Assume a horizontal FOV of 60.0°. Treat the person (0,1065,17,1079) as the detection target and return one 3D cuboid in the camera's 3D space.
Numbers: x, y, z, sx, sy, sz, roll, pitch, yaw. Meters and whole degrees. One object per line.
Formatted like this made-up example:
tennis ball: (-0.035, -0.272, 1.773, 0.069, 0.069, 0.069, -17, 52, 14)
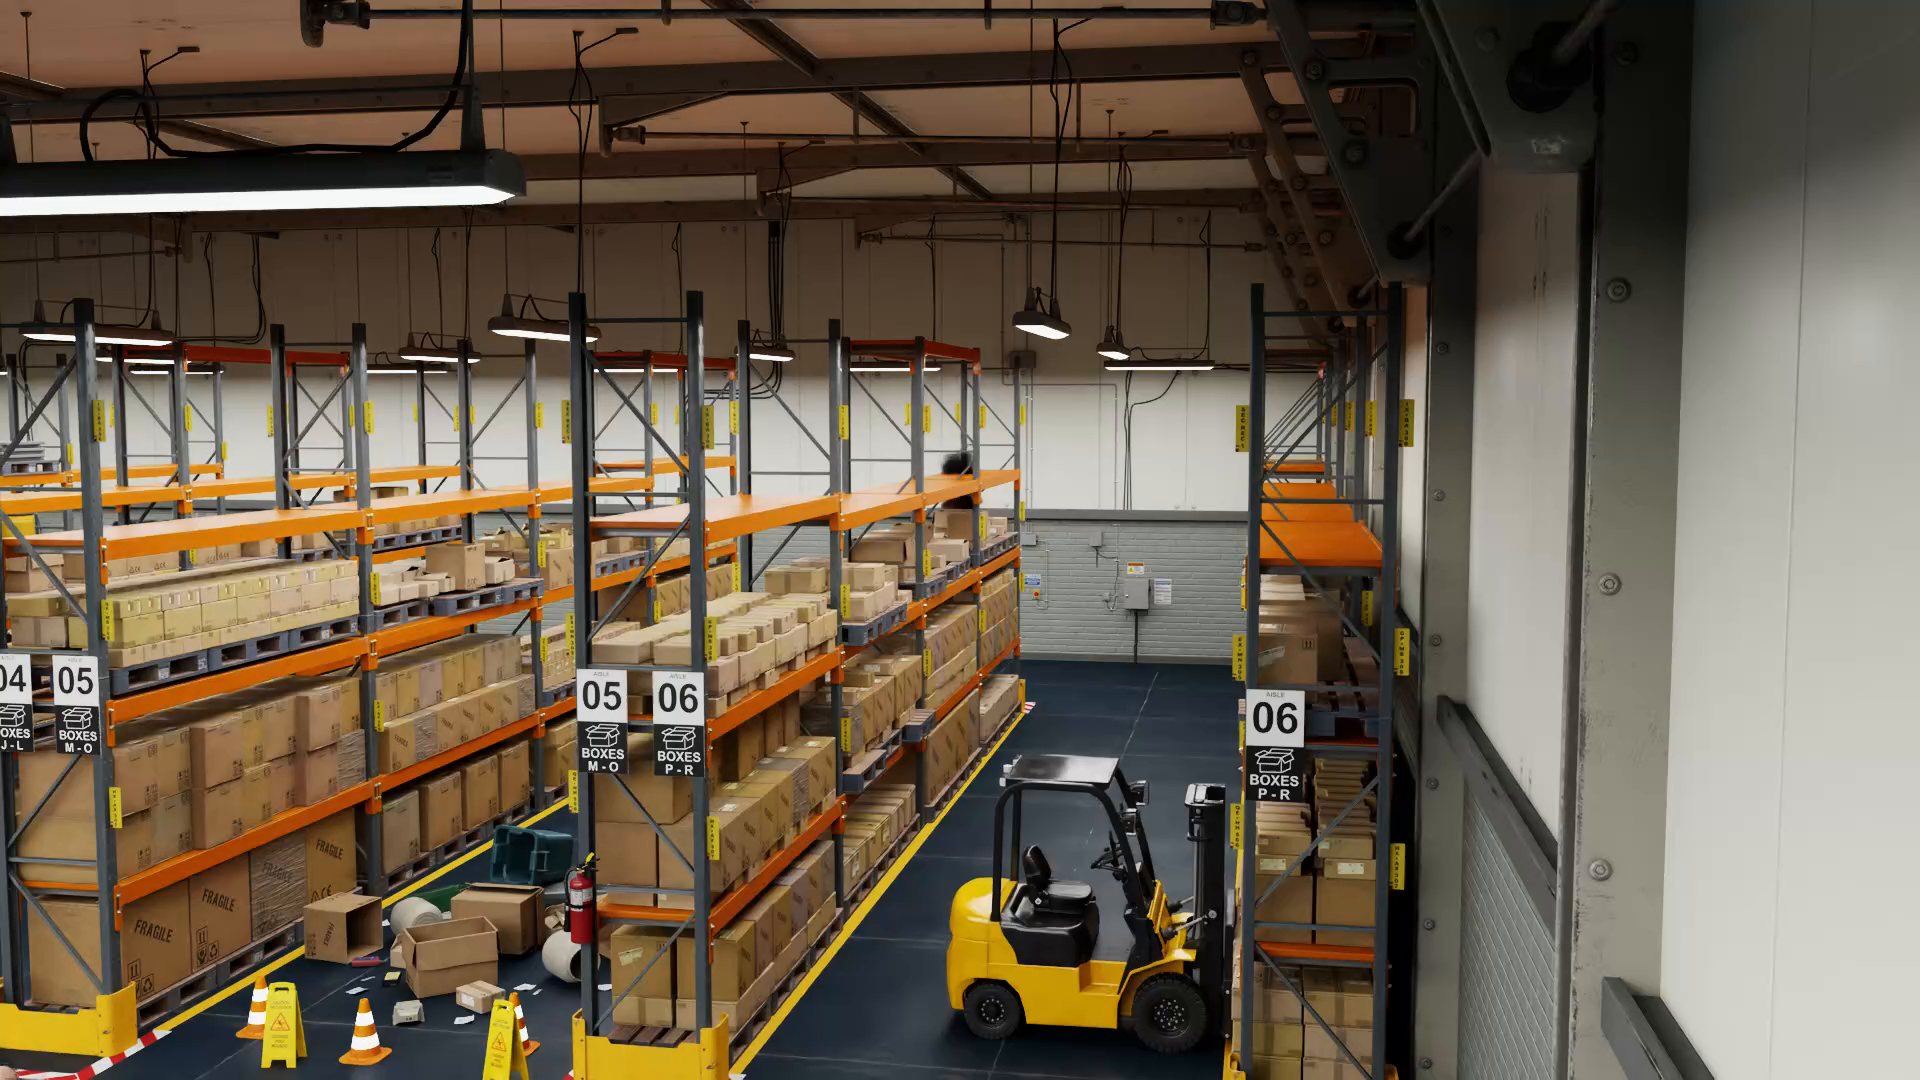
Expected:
person: (-5.011, 3.607, 8.675, 0.715, 1.742, 0.587, -3, 6, -37)
